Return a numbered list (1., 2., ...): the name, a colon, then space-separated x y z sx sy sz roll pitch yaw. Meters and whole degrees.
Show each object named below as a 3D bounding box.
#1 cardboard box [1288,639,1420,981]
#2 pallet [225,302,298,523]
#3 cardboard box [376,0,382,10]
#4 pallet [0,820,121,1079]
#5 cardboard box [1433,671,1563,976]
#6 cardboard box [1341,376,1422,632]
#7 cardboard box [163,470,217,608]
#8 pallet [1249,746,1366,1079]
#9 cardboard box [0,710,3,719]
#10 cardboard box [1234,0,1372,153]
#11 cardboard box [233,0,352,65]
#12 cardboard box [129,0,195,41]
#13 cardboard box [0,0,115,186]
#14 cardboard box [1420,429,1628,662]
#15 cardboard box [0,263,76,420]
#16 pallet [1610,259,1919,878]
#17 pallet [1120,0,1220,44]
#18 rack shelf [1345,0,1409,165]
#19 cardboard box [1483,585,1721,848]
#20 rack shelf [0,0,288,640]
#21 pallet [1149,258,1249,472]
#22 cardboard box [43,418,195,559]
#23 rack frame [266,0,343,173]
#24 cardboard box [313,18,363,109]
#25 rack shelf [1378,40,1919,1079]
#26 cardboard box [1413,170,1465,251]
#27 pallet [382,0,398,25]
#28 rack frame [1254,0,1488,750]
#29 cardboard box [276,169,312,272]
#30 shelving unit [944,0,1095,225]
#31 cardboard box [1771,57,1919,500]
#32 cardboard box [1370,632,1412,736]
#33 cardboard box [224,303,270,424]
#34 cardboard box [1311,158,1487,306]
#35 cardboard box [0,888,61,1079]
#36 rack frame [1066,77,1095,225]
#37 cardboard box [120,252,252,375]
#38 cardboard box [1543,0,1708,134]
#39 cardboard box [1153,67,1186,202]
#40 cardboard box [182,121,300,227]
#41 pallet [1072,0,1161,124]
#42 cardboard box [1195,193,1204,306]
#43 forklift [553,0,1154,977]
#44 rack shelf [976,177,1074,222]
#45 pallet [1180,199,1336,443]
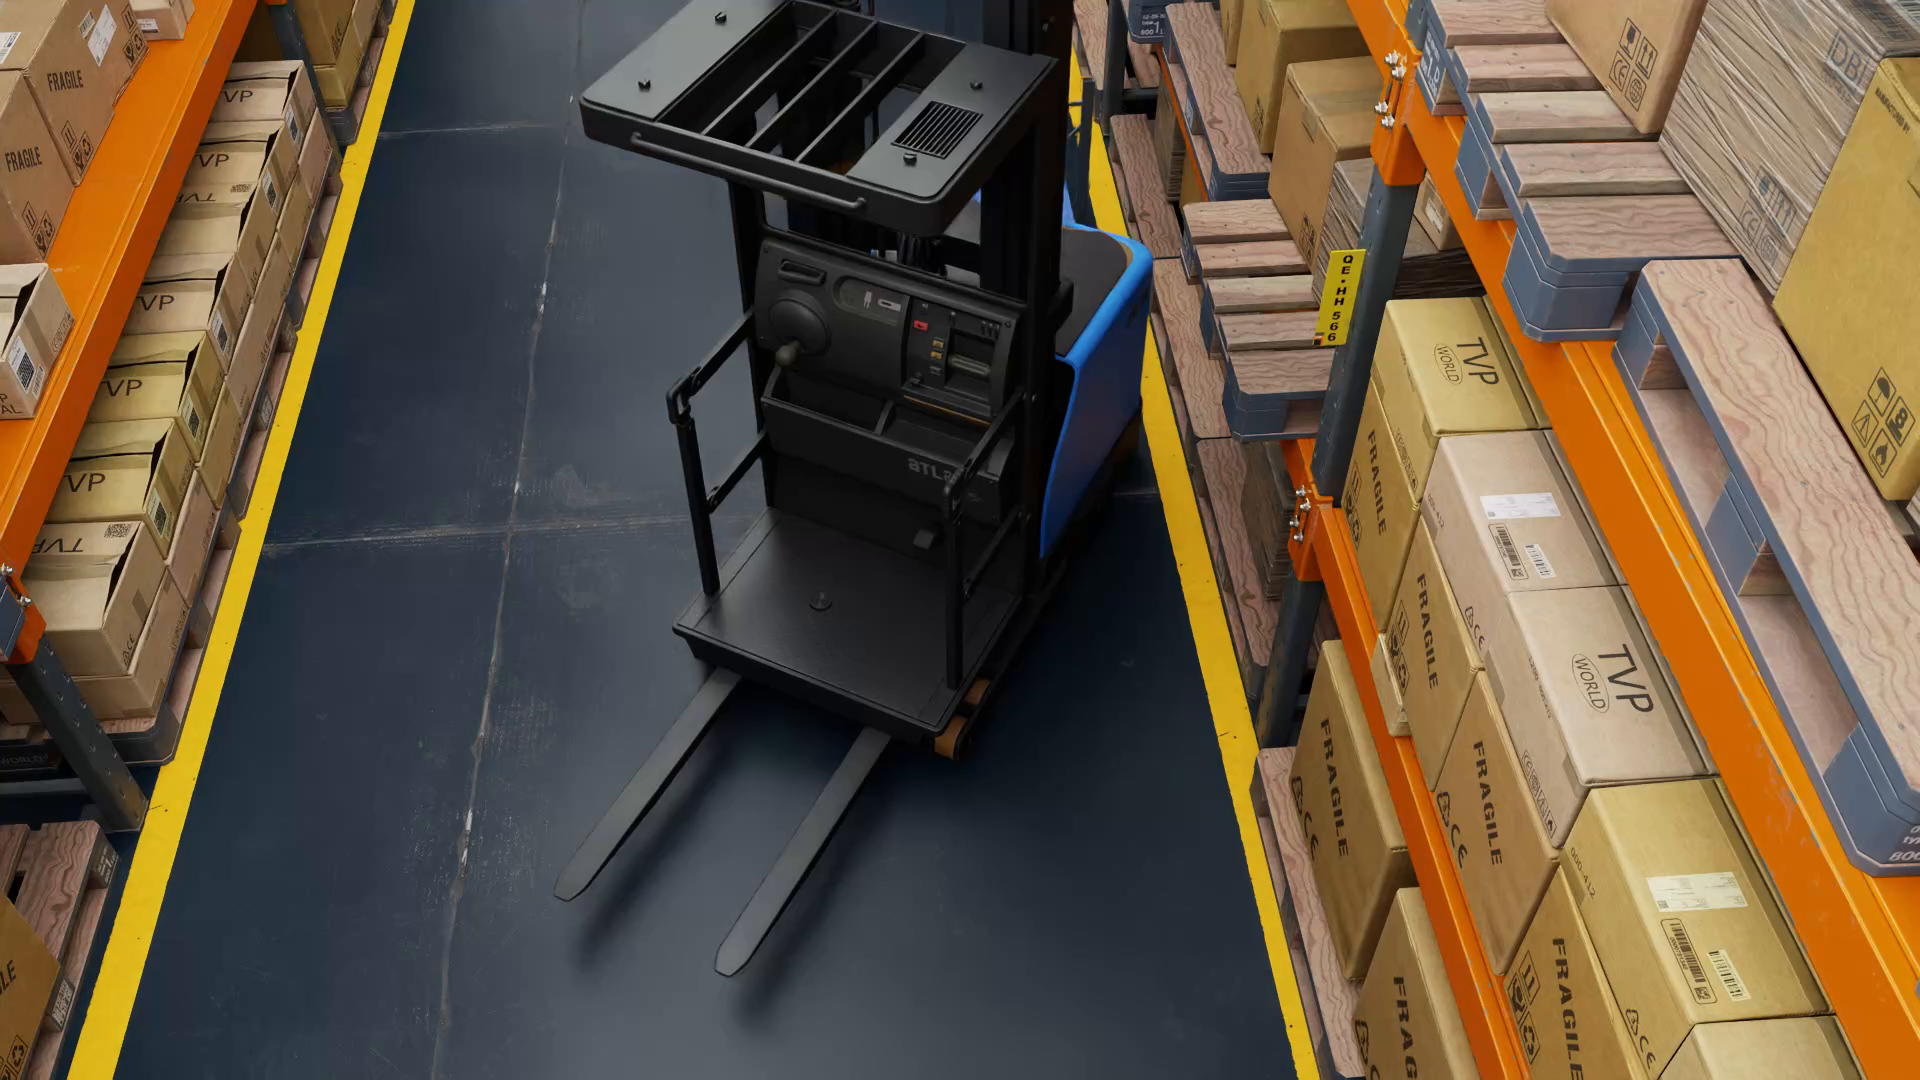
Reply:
1. cardboard box: 1.514 0.803 5.114 0.750 0.750 0.750 -4 47 -4
2. pallet: -3.482 -0.547 7.123 1.003 0.211 1.213 -3 47 -3
3. cardboard box: -3.498 -3.199 9.318 0.500 0.250 0.500 -3 47 -3
4. pallet: -3.328 1.474 5.209 1.003 0.211 1.213 -3 47 -3
5. cardboard box: 1.444 0.631 3.799 0.500 0.500 0.500 -4 47 -3
6. cardboard box: 1.369 -0.108 4.499 0.500 0.500 0.500 -2 47 -2
7. cardboard box: -3.147 0.013 6.276 0.500 0.250 0.500 -5 47 -4
8. pallet: 1.574 1.202 5.466 1.003 0.211 1.213 -3 47 -3
9. cardboard box: -3.640 0.408 5.903 0.500 0.250 0.500 -2 47 -2
10. cardboard box: 1.408 -1.757 5.976 0.700 0.500 0.500 -3 47 -3
11. cardboard box: -3.414 -2.733 8.360 0.500 0.500 0.500 -3 47 -3
12. cardboard box: -3.431 -2.250 6.908 0.396 0.266 0.258 -5 47 -4
13. cardboard box: -3.553 -1.656 6.183 0.500 0.500 0.500 -3 47 -3
14. cardboard box: 1.410 0.000 3.880 0.500 0.250 0.500 -4 47 -4
15. cardboard box: -3.234 -0.656 5.367 0.500 0.311 0.500 -4 47 -4
16. pallet: 1.787 -0.026 2.773 1.003 0.211 1.213 -2 47 -1
17. pallet: 1.168 -2.598 7.276 1.003 0.211 1.213 -3 47 -3
18. rack shelf: 1.416 -2.562 5.540 1.077 0.370 4.000 -3 47 -3
19. cardboard box: 1.456 0.362 3.538 0.500 0.250 0.500 -3 47 -3
20. rack shelf: -3.520 -1.227 6.342 1.077 0.370 4.000 -3 47 -3
21. pallet: 1.420 -0.819 7.380 1.003 0.211 1.213 -3 47 -3
22. cardboard box: -3.156 -0.196 6.088 0.500 0.311 0.500 -5 47 -4
23. rack frame: -3.687 -2.922 7.451 1.000 3.000 0.127 -3 47 -3
24. cardboard box: -3.424 -2.474 8.632 0.500 0.250 0.500 -3 47 -3
25. rack shelf: 1.751 0.332 2.800 1.077 0.370 4.000 -3 47 -3
26. cardboard box: 1.525 -0.988 4.801 0.380 0.149 0.250 -9 47 -8
27. pallet: -3.818 -3.425 9.849 1.003 0.211 1.213 -3 47 -3
28. rack frame: 1.583 -0.331 4.998 1.000 3.000 0.127 -3 47 -3
29. cardboard box: -3.323 -1.472 7.683 0.500 0.250 0.500 -4 47 -4
30. shelving unit: 0.224 -1.599 7.231 0.538 1.500 1.048 -3 47 -3
31. cardboard box: 1.811 -0.420 2.644 0.700 0.500 0.500 -1 47 -1
32. cardboard box: 1.330 0.381 4.483 0.380 0.149 0.250 -2 47 -2
33. cardboard box: -3.239 -0.734 6.983 0.500 0.250 0.500 -3 47 -2
34. cardboard box: 1.534 -0.856 5.123 0.700 0.500 0.500 -8 47 -8
35. cardboard box: -3.040 1.343 4.831 0.500 0.500 0.500 -2 47 -2
36. rack frame: 0.265 -1.231 6.883 0.500 1.500 0.032 -3 47 -3
37. cardboard box: -3.240 -0.937 6.790 0.500 0.311 0.500 -4 47 -4
38. cardboard box: 1.680 -1.208 3.390 0.700 0.500 0.500 -7 47 -6
39. cardboard box: 1.327 -1.986 7.983 0.700 0.500 0.500 -2 47 -2
40. cardboard box: -3.318 -1.662 7.476 0.500 0.311 0.500 -2 47 -2
41. pallet: 1.157 -2.750 9.209 1.003 0.211 1.213 -3 47 -3
42. cardboard box: 1.422 -1.243 7.280 0.700 0.500 0.500 -3 47 -3
43. forklift: -0.347 -0.591 5.291 1.130 2.935 3.031 20 50 18
44. rack shelf: 0.224 -1.475 7.362 0.538 0.185 1.000 -3 47 -3
45. pallet: 1.418 -0.775 5.550 1.213 0.211 1.003 -3 47 -3
